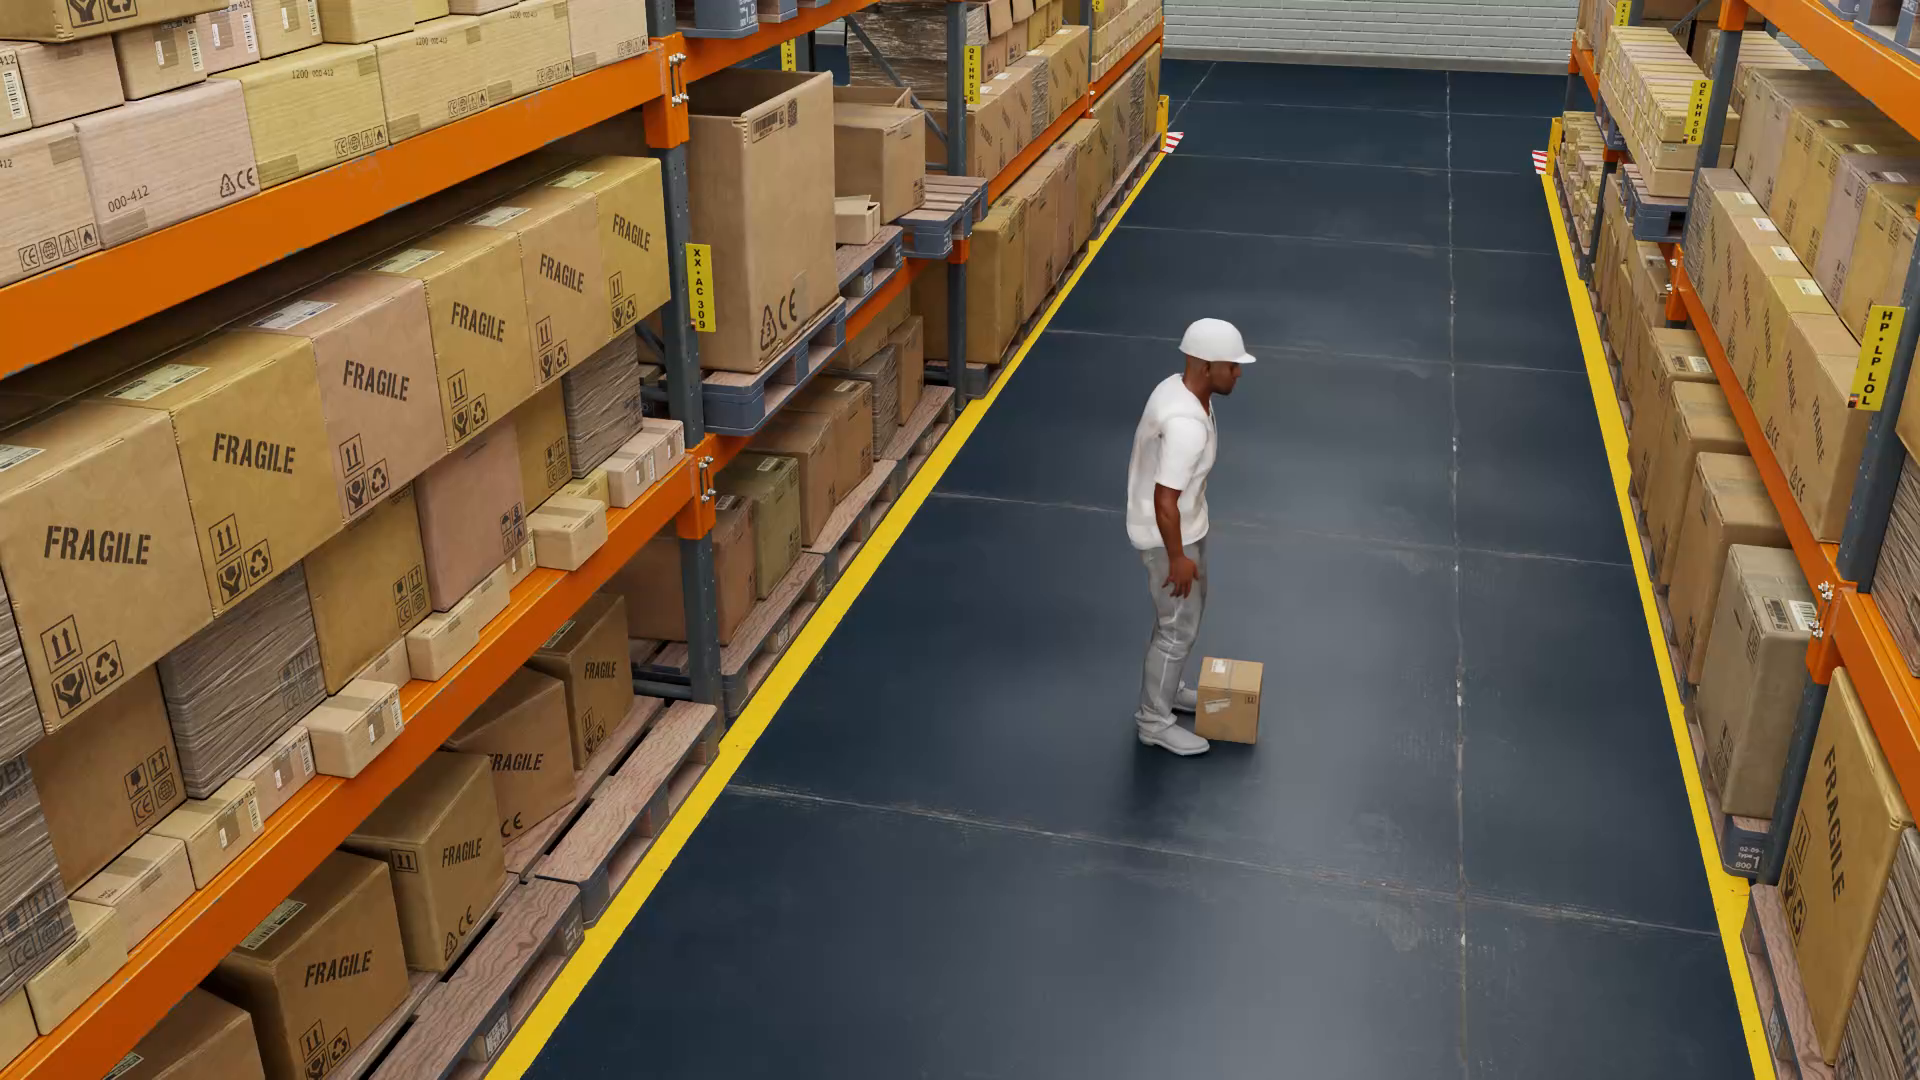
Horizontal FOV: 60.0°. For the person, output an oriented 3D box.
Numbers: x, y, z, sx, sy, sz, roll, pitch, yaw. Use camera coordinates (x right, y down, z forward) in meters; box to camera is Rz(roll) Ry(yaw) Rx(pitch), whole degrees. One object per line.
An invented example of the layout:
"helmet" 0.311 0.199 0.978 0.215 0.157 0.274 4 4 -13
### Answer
"person" 0.894 -0.032 6.661 0.463 1.755 0.620 5 26 11
